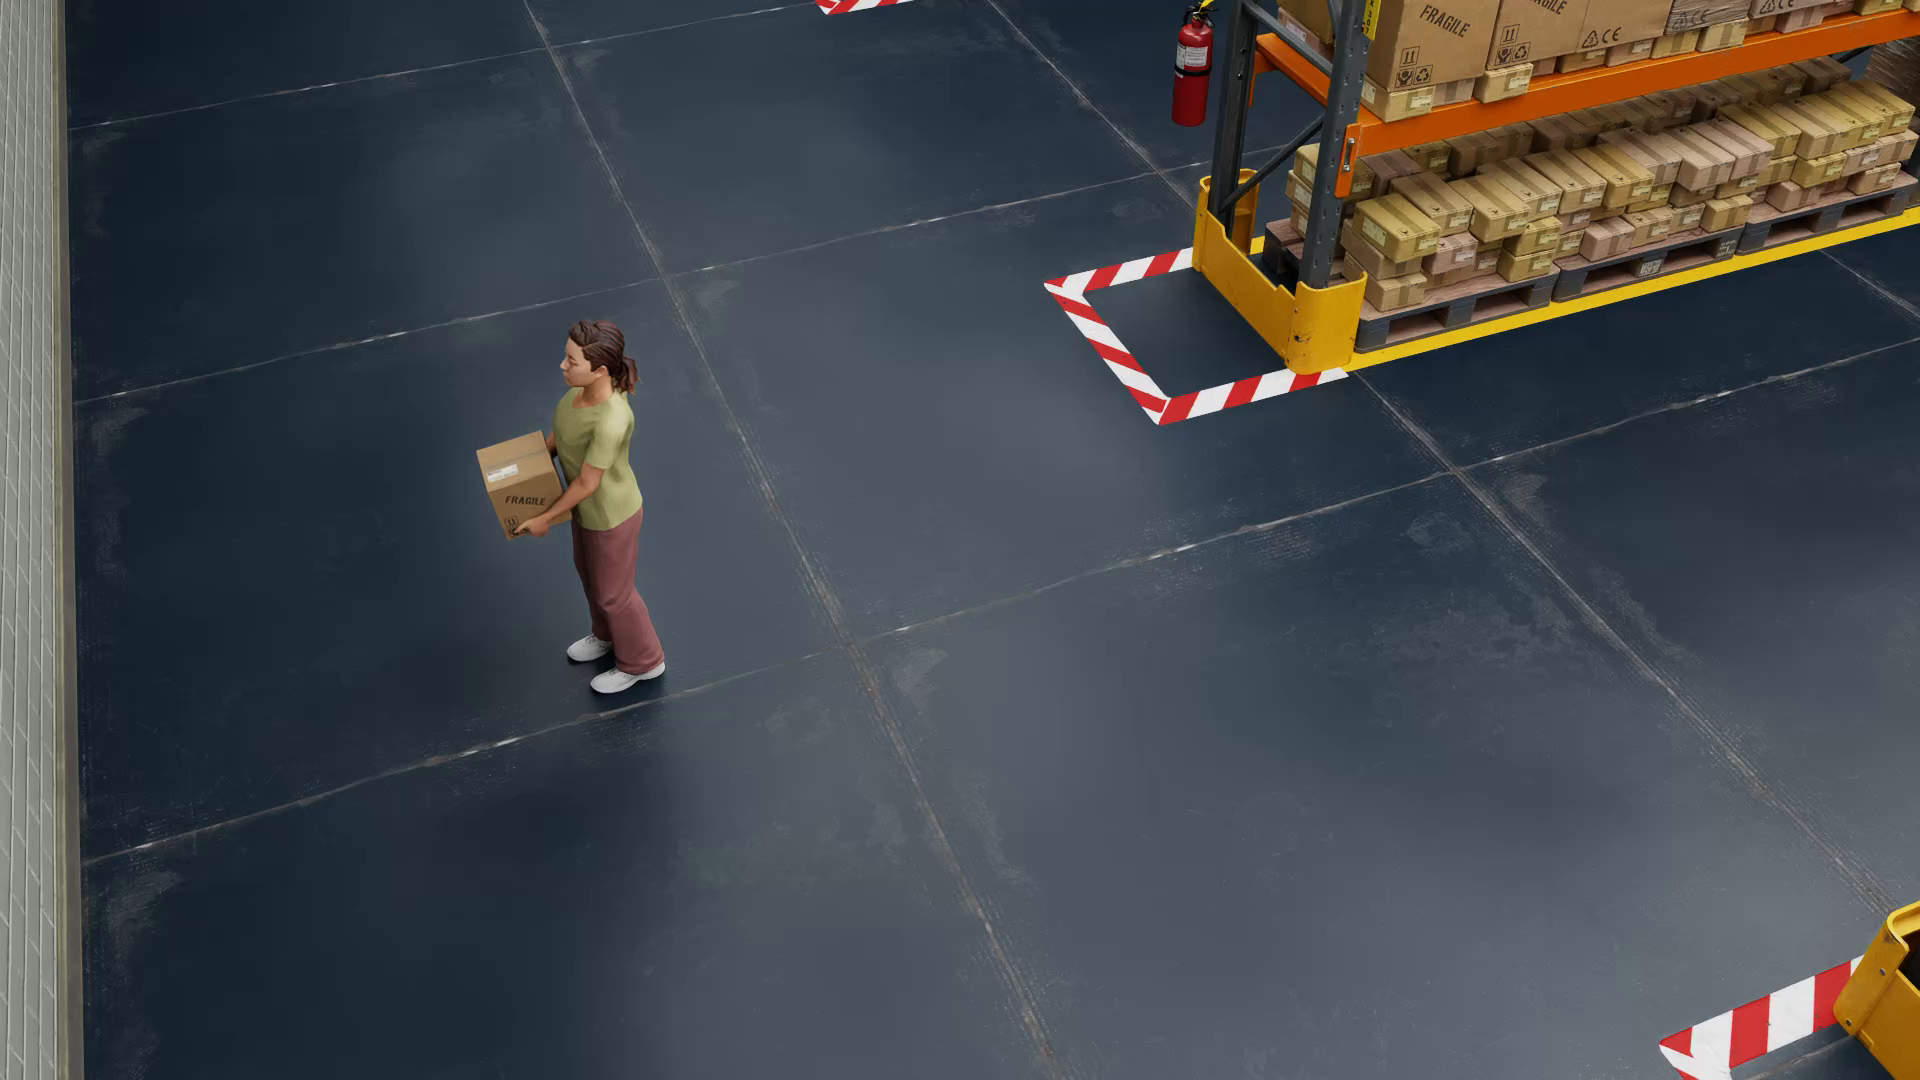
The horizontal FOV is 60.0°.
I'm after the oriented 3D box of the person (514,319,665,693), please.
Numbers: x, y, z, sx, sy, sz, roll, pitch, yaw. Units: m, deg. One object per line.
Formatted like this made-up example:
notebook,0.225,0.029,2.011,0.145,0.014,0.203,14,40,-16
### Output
person,-1.411,-0.012,6.375,0.562,1.405,0.425,-15,44,-16
